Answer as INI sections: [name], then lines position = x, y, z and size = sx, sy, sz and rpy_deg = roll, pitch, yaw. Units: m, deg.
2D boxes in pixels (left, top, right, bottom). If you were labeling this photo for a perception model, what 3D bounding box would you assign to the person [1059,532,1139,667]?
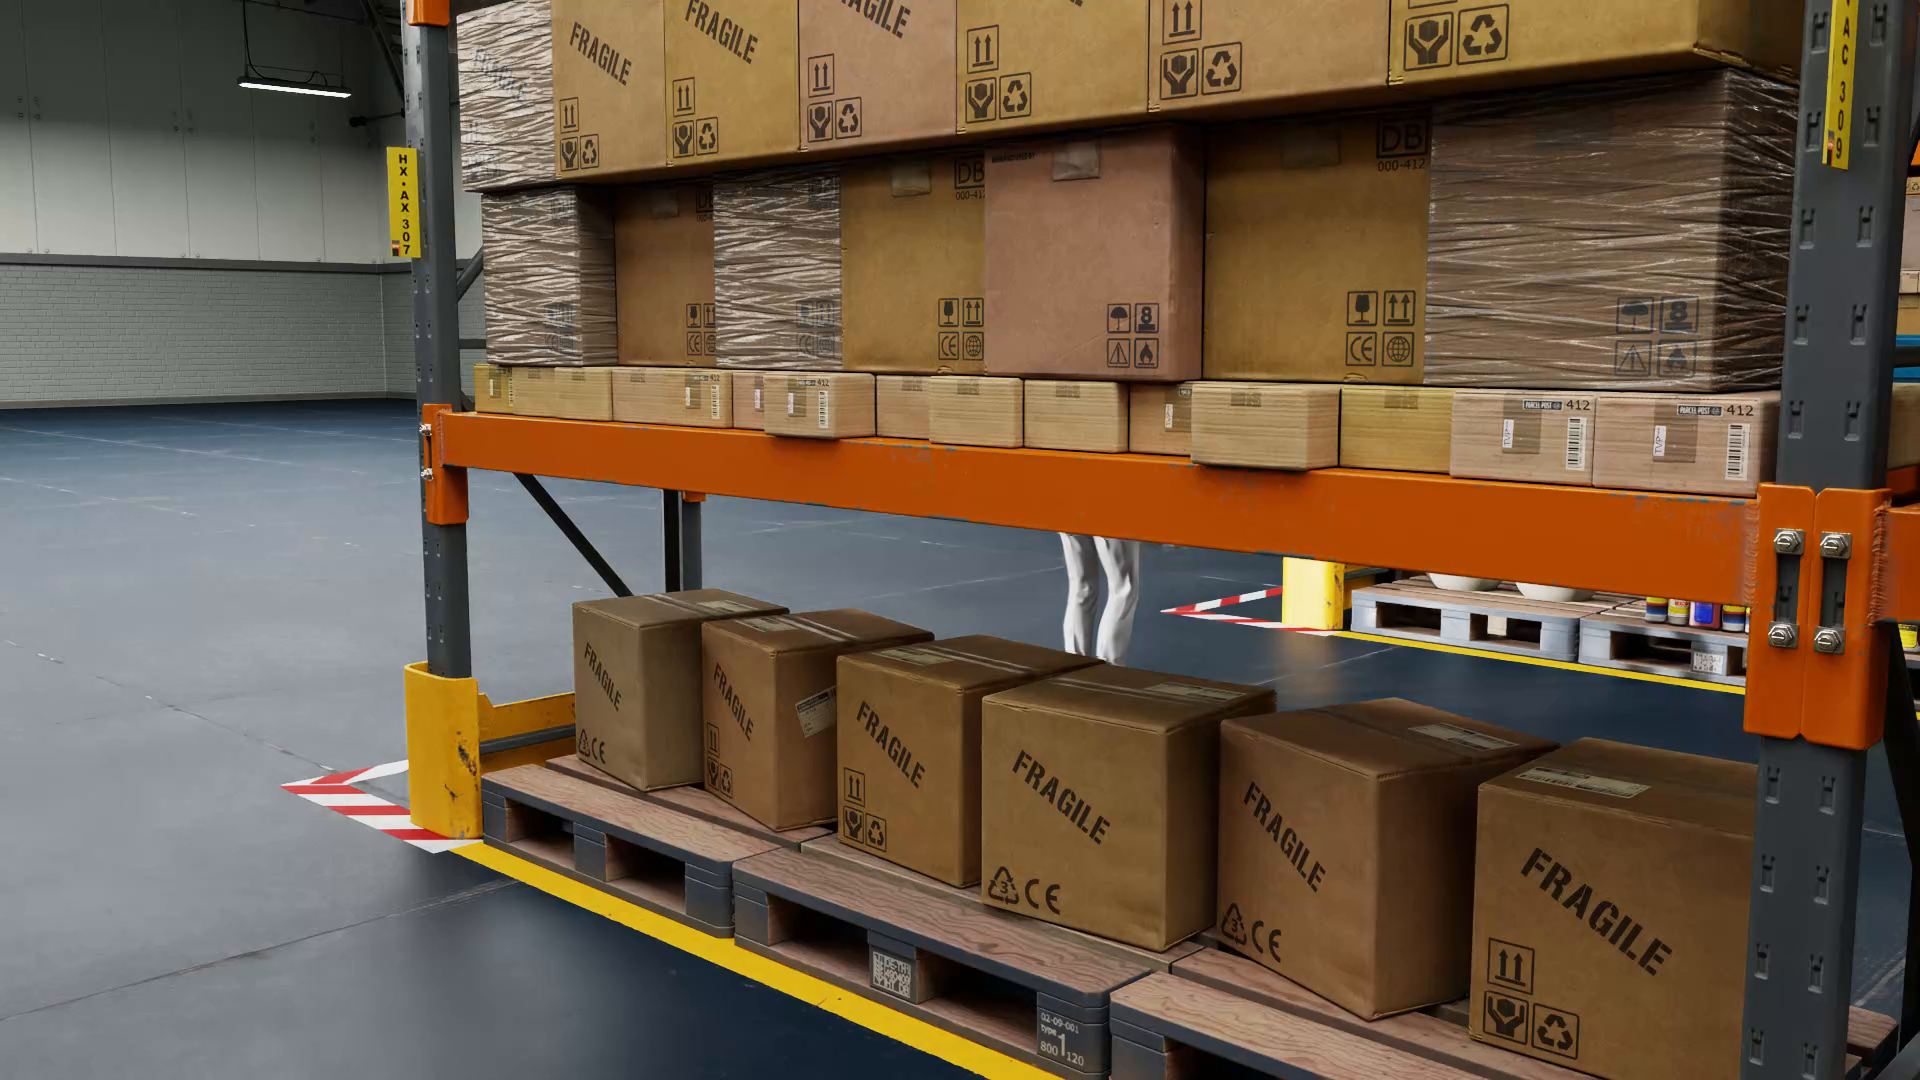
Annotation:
[person]
position = 0.628, -0.145, 7.017
size = 0.411, 1.648, 0.542
rpy_deg = 7, 10, 42
